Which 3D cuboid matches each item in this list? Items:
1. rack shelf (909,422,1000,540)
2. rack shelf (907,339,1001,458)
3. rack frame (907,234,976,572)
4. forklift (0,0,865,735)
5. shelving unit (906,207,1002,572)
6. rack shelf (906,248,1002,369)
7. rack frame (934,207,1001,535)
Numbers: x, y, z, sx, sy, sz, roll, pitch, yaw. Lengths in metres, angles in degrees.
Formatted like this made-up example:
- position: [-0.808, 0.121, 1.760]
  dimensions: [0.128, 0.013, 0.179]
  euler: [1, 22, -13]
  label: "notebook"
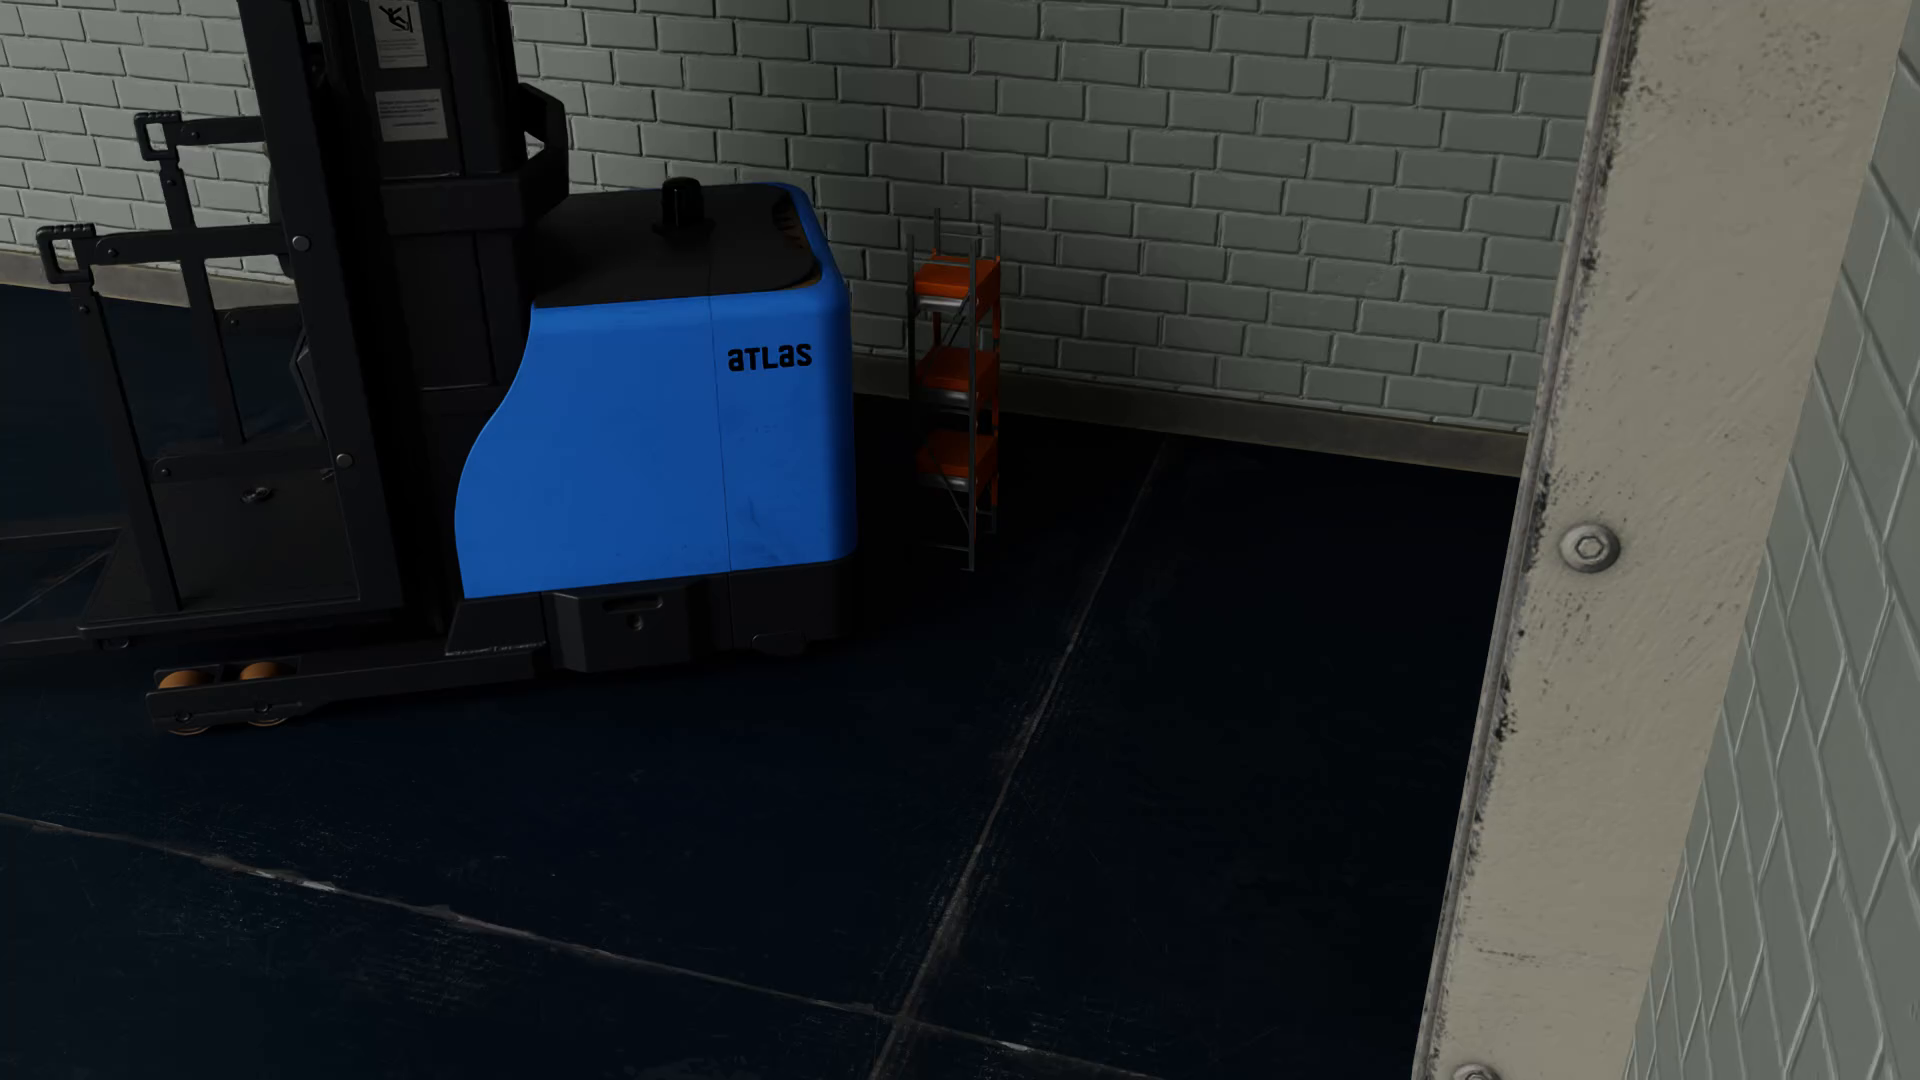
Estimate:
- position: [-0.016, -0.182, 5.090]
  dimensions: [0.215, 0.259, 0.240]
  euler: [8, 30, 15]
  label: "rack shelf"
- position: [-0.016, -0.425, 4.955]
  dimensions: [0.215, 0.259, 0.240]
  euler: [8, 30, 15]
  label: "rack shelf"
- position: [-0.052, -0.377, 4.848]
  dimensions: [0.200, 1.050, 0.008]
  euler: [8, 30, 15]
  label: "rack frame"
- position: [-1.838, -1.053, 4.127]
  dimensions: [3.031, 2.935, 1.130]
  euler: [-6, 30, -10]
  label: "forklift"
- position: [-0.016, -0.434, 4.950]
  dimensions: [0.215, 1.050, 0.252]
  euler: [8, 30, 15]
  label: "shelving unit"
- position: [-0.016, -0.673, 4.817]
  dimensions: [0.215, 0.259, 0.240]
  euler: [8, 30, 15]
  label: "rack shelf"
- position: [0.020, -0.491, 5.052]
  dimensions: [0.200, 1.050, 0.008]
  euler: [8, 30, 15]
  label: "rack frame"
